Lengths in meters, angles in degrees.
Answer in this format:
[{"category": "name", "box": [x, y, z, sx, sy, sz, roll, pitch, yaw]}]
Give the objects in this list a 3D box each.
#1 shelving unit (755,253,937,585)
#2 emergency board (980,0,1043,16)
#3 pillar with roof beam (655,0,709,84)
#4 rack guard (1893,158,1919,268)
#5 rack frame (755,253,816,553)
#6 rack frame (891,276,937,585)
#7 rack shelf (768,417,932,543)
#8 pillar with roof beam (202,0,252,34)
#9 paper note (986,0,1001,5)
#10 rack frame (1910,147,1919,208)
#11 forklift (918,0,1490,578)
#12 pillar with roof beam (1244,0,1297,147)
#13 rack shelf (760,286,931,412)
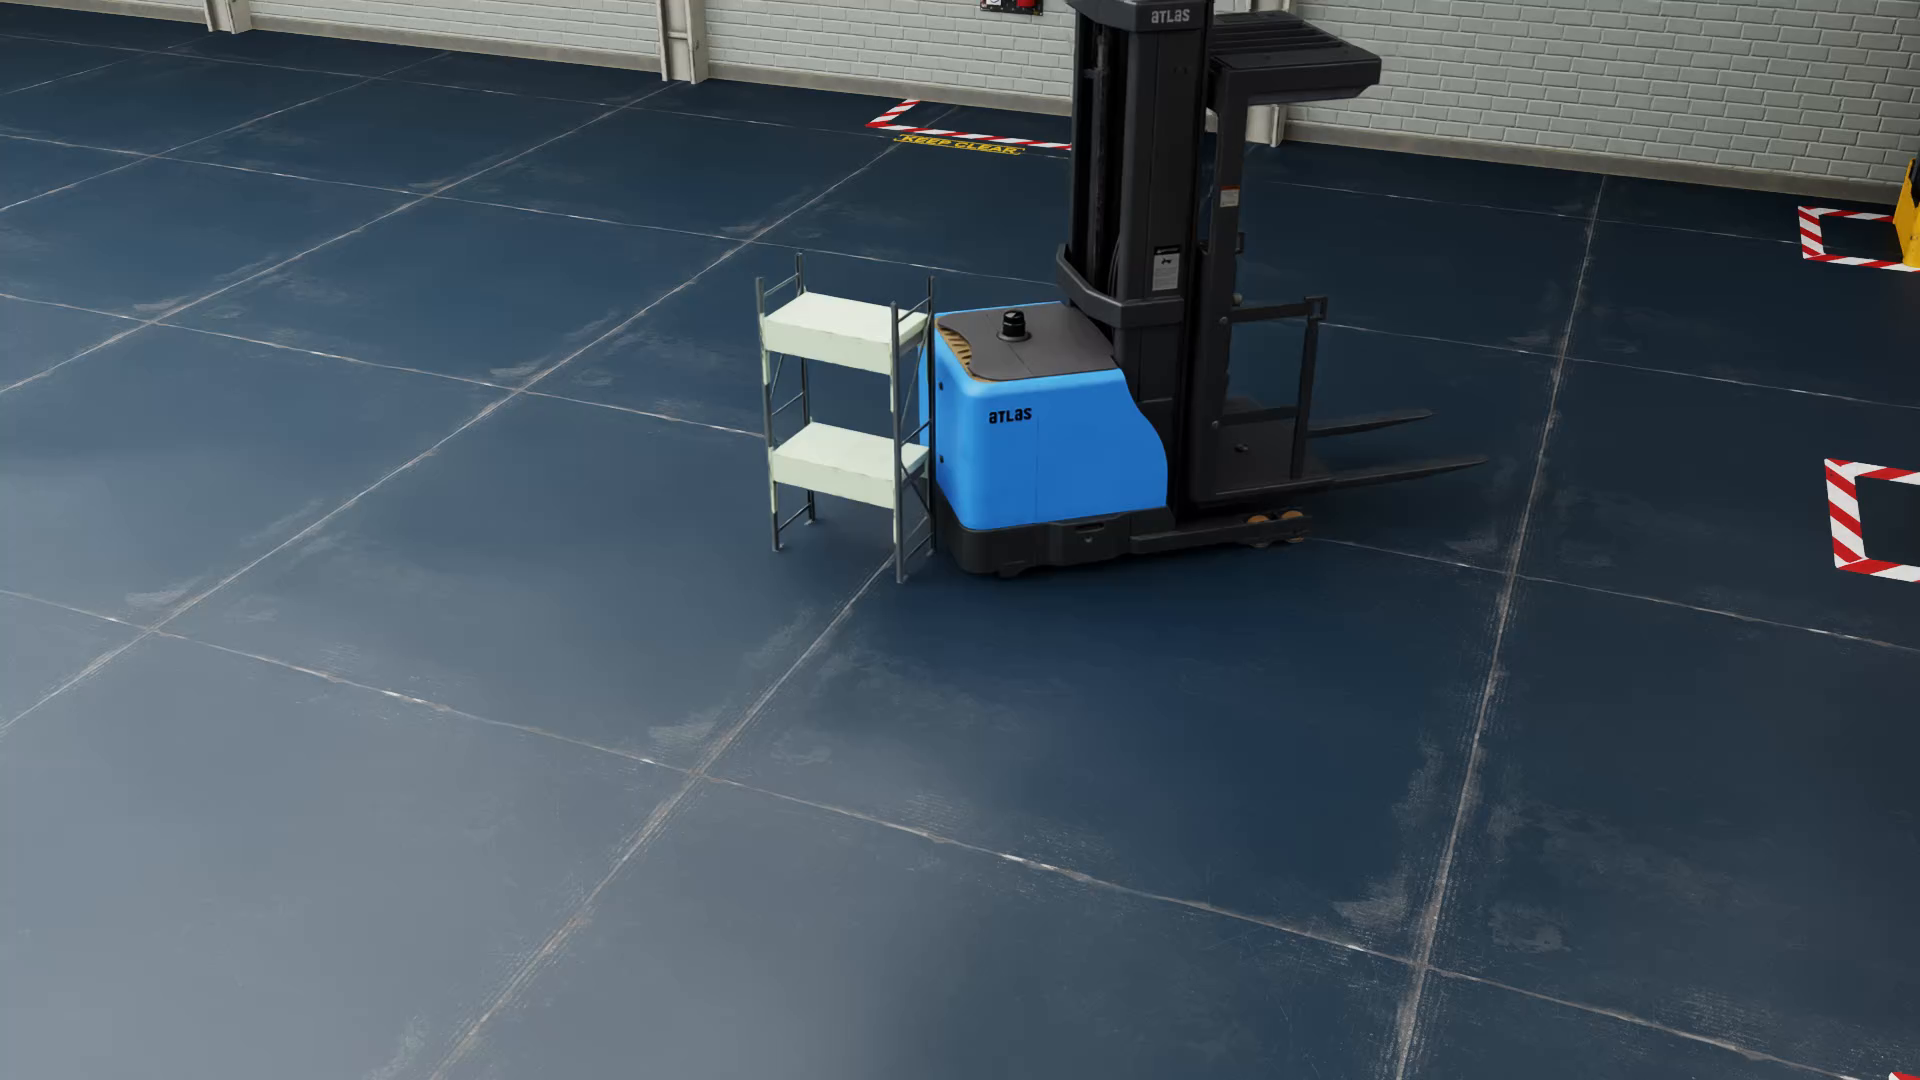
[{"category": "shelving unit", "box": [-0.547, -0.597, 8.282, 0.755, 1.500, 0.431, 14, 32, 23]}, {"category": "emergency board", "box": [0.457, -5.437, 15.320, 0.643, 1.169, 0.194, 11, 31, 19]}, {"category": "pillar with roof beam", "box": [-4.446, -6.721, 11.495, 0.400, 9.000, 9.100, 11, 31, 19]}, {"category": "rack guard", "box": [7.388, -2.485, 12.638, 0.348, 0.500, 1.175, 11, 31, 19]}, {"category": "rack frame", "box": [-0.875, -0.677, 8.423, 0.023, 1.500, 0.400, 14, 32, 23]}, {"category": "rack frame", "box": [-0.219, -0.517, 8.140, 0.023, 1.500, 0.400, 14, 32, 23]}, {"category": "rack shelf", "box": [-0.547, -0.313, 8.442, 0.720, 0.370, 0.431, 14, 32, 23]}, {"category": "pillar with roof beam", "box": [-10.006, -7.831, 13.459, 0.400, 9.000, 9.100, 11, 31, 19]}, {"category": "paper note", "box": [0.318, -5.117, 15.650, 0.142, 0.148, 0.016, 11, 31, 19]}, {"category": "rack frame", "box": [7.318, -3.587, 12.048, 0.127, 3.000, 1.000, 11, 31, 19]}, {"category": "forklift", "box": [1.345, -1.478, 8.386, 3.031, 2.935, 1.130, -8, 30, -13]}, {"category": "pillar with roof beam", "box": [1.114, -5.611, 9.531, 0.400, 9.000, 9.100, 11, 31, 19]}, {"category": "rack shelf", "box": [-0.547, -0.937, 8.090, 0.720, 0.370, 0.431, 14, 32, 23]}]
